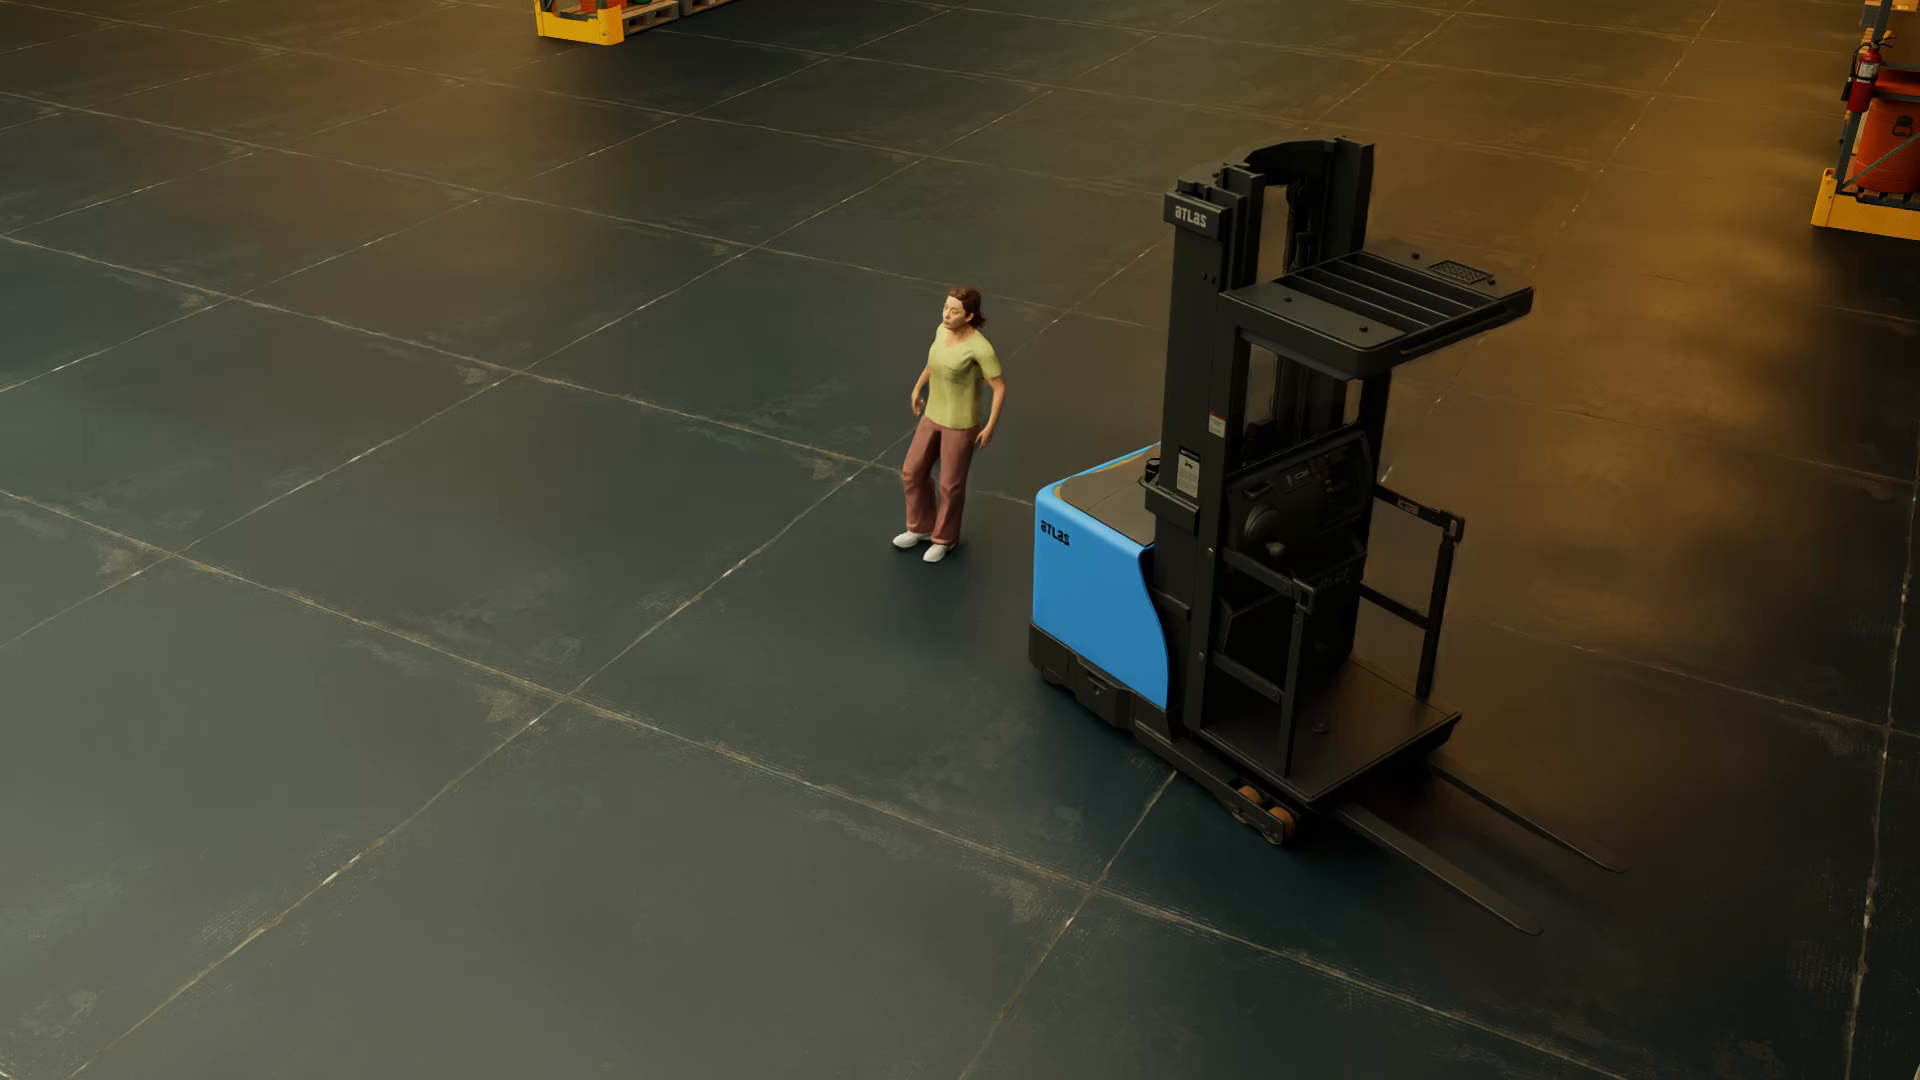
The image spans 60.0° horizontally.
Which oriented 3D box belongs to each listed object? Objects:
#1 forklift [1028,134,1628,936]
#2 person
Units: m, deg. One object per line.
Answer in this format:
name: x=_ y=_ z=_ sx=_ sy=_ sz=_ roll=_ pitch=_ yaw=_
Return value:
forklift: x=1.668 y=-0.163 z=7.353 sx=1.130 sy=2.935 sz=3.031 roll=-22 pitch=36 yaw=-32
person: x=-0.092 y=-0.670 z=9.530 sx=0.501 sy=1.657 sz=0.612 roll=-24 pitch=38 yaw=-35
